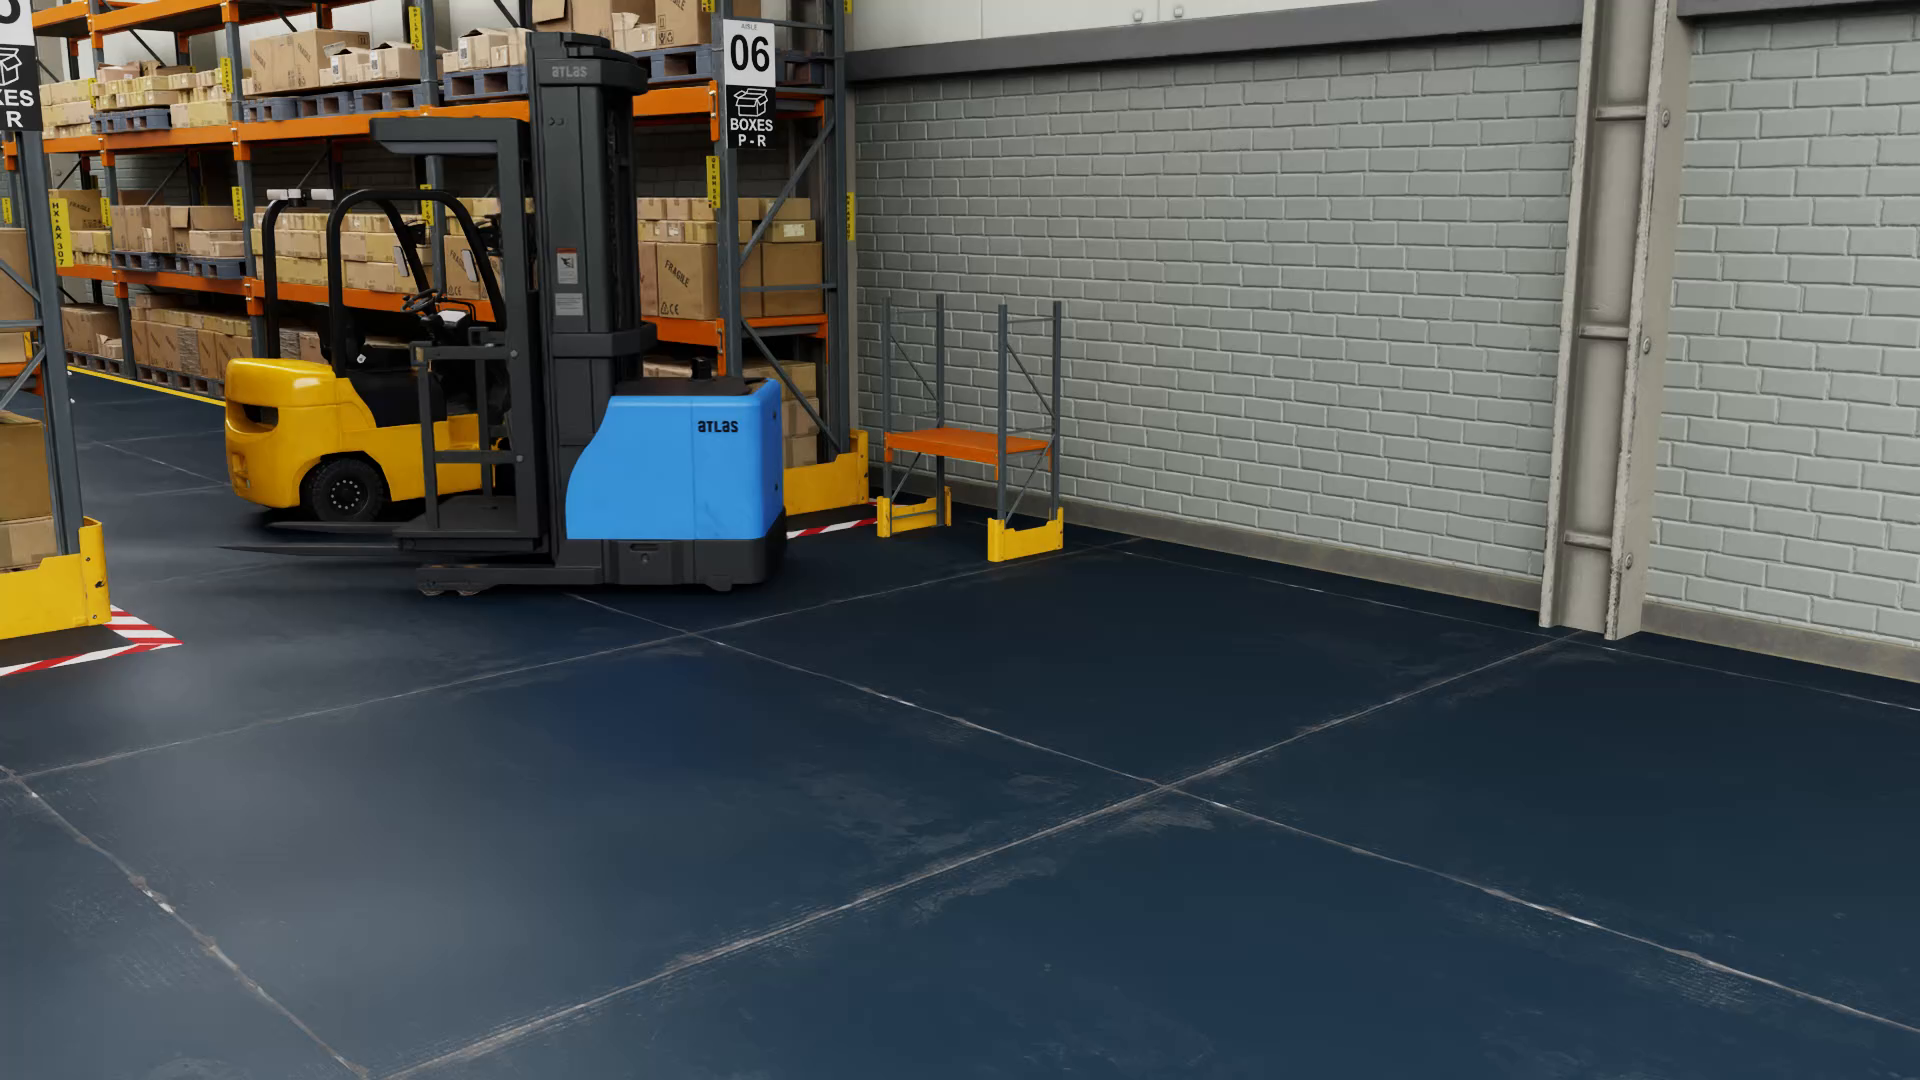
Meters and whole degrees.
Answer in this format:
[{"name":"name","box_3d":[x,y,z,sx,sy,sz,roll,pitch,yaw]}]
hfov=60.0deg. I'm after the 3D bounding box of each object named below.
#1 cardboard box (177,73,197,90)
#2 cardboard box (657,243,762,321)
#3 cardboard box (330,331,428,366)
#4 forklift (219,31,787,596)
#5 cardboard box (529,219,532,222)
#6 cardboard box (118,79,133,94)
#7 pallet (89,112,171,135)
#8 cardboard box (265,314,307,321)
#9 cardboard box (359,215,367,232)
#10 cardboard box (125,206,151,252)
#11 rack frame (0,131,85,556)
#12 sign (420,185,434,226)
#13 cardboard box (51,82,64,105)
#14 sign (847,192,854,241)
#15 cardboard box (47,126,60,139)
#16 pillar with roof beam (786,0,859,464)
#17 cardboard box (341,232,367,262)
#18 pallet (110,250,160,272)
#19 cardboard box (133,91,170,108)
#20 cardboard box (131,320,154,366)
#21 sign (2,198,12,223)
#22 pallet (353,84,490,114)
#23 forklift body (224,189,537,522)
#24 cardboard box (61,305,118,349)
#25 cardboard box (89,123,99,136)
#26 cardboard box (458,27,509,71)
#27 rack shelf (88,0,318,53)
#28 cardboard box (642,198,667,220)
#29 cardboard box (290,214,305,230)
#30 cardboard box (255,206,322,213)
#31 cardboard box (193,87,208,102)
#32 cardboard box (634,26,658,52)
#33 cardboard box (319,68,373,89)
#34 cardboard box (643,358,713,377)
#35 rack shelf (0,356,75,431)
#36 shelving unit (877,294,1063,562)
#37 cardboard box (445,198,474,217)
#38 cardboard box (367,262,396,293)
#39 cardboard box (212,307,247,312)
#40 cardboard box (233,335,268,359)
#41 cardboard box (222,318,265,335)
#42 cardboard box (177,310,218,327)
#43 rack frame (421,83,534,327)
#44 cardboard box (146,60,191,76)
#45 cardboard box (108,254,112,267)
[{"name":"cardboard box","box_3d":[-7.868,-4.747,17.232,0.380,0.149,0.250,-11,16,-44]},{"name":"cardboard box","box_3d":[-1.701,-1.765,11.298,0.500,0.500,0.500,-11,16,-44]},{"name":"cardboard box","box_3d":[-5.353,-1.606,15.616,0.625,0.625,0.875,11,16,43]},{"name":"forklift","box_3d":[-2.547,-1.241,9.169,3.031,2.935,1.130,0,12,1]},{"name":"cardboard box","box_3d":[-3.041,-2.357,12.565,0.250,0.149,0.380,11,16,43]},{"name":"cardboard box","box_3d":[-8.992,-4.968,18.256,0.380,0.149,0.250,-11,16,-43]},{"name":"pallet","box_3d":[-9.059,-4.704,18.844,1.213,0.211,1.003,-11,16,-43]},{"name":"cardboard box","box_3d":[-7.225,-2.335,17.857,0.380,0.149,0.250,-11,16,-42]},{"name":"cardboard box","box_3d":[-5.066,-2.795,14.691,0.250,0.149,0.380,11,16,44]},{"name":"cardboard box","box_3d":[-8.929,-3.510,18.724,0.700,0.500,0.500,-11,16,-42]},{"name":"rack frame","box_3d":[-4.759,-0.989,7.777,1.000,3.000,0.127,-11,16,-43]},{"name":"sign","box_3d":[-4.320,-2.716,13.488,0.100,0.325,0.005,-11,16,-43]},{"name":"cardboard box","box_3d":[-10.682,-5.407,20.183,0.500,0.250,0.500,-11,16,-42]},{"name":"sign","box_3d":[-0.766,-2.220,11.413,0.100,0.325,0.005,-11,16,-43]},{"name":"cardboard box","box_3d":[-11.005,-5.010,20.486,0.380,0.149,0.250,-10,16,-41]},{"name":"pillar with roof beam","box_3d":[-4.114,-4.247,8.723,9.100,9.000,0.400,-11,16,-43]},{"name":"cardboard box","box_3d":[-5.167,-2.622,14.836,0.500,0.250,0.500,-10,16,-41]},{"name":"pallet","box_3d":[-8.986,-3.206,19.017,1.003,0.211,1.213,-11,16,-43]},{"name":"cardboard box","box_3d":[-8.664,-4.747,17.919,0.380,0.149,0.250,-10,16,-41]},{"name":"cardboard box","box_3d":[-9.287,-2.312,19.353,0.500,0.500,0.500,-10,15,-40]},{"name":"sign","box_3d":[-12.613,-4.364,22.017,0.100,0.325,0.005,-11,16,-43]},{"name":"pallet","box_3d":[-4.552,-3.767,14.303,1.217,0.209,0.805,11,16,43]},{"name":"forklift body","box_3d":[-3.801,-1.288,11.332,2.313,2.155,1.214,-11,16,-43]},{"name":"cardboard box","box_3d":[-11.305,-2.765,21.552,0.700,0.500,0.500,-10,15,-40]},{"name":"cardboard box","box_3d":[-9.920,-4.790,19.415,0.380,0.149,0.250,-11,16,-43]},{"name":"cardboard box","box_3d":[-3.536,-3.790,12.870,0.500,0.311,0.500,-10,16,-41]},{"name":"rack shelf","box_3d":[-8.077,-5.530,17.728,1.077,0.370,4.000,-11,16,-43]},{"name":"cardboard box","box_3d":[-1.964,-2.282,11.463,0.380,0.149,0.250,-10,16,-41]},{"name":"cardboard box","box_3d":[-6.118,-3.019,15.774,0.380,0.149,0.250,-11,16,-42]},{"name":"cardboard box","box_3d":[-6.939,-3.200,17.222,0.500,0.500,0.500,-10,15,-40]},{"name":"cardboard box","box_3d":[-7.646,-4.570,17.111,0.380,0.149,0.250,-11,16,-43]},{"name":"cardboard box","box_3d":[-1.963,-3.360,11.189,0.250,0.149,0.380,11,16,44]},{"name":"cardboard box","box_3d":[-5.446,-4.096,14.761,0.380,0.149,0.250,-11,16,-43]},{"name":"cardboard box","box_3d":[-2.072,-1.127,11.744,0.500,0.250,0.500,-11,16,-42]},{"name":"rack shelf","box_3d":[-6.140,-0.928,9.266,1.077,0.370,4.000,-11,16,-43]},{"name":"shelving unit","box_3d":[0.053,-0.723,10.206,0.587,1.500,1.083,-11,16,-43]},{"name":"cardboard box","box_3d":[-3.928,-2.689,13.439,0.380,0.149,0.250,-10,16,-41]},{"name":"cardboard box","box_3d":[-4.822,-2.301,14.518,0.500,0.250,0.500,-11,16,-43]},{"name":"cardboard box","box_3d":[-8.289,-2.565,18.972,0.380,0.149,0.250,-10,16,-41]},{"name":"cardboard box","box_3d":[-7.144,-1.862,17.168,0.500,0.500,0.500,-10,15,-41]},{"name":"cardboard box","box_3d":[-7.431,-2.220,17.299,0.250,0.149,0.380,11,16,42]},{"name":"cardboard box","box_3d":[-8.456,-2.460,18.465,0.380,0.149,0.250,-10,15,-41]},{"name":"rack frame","box_3d":[-3.934,-2.265,13.971,1.000,3.000,0.127,-11,16,-43]},{"name":"cardboard box","box_3d":[-8.991,-5.313,18.901,0.396,0.266,0.258,-11,16,-43]},{"name":"cardboard box","box_3d":[-9.861,-3.321,19.718,0.380,0.149,0.250,-11,16,-42]}]
